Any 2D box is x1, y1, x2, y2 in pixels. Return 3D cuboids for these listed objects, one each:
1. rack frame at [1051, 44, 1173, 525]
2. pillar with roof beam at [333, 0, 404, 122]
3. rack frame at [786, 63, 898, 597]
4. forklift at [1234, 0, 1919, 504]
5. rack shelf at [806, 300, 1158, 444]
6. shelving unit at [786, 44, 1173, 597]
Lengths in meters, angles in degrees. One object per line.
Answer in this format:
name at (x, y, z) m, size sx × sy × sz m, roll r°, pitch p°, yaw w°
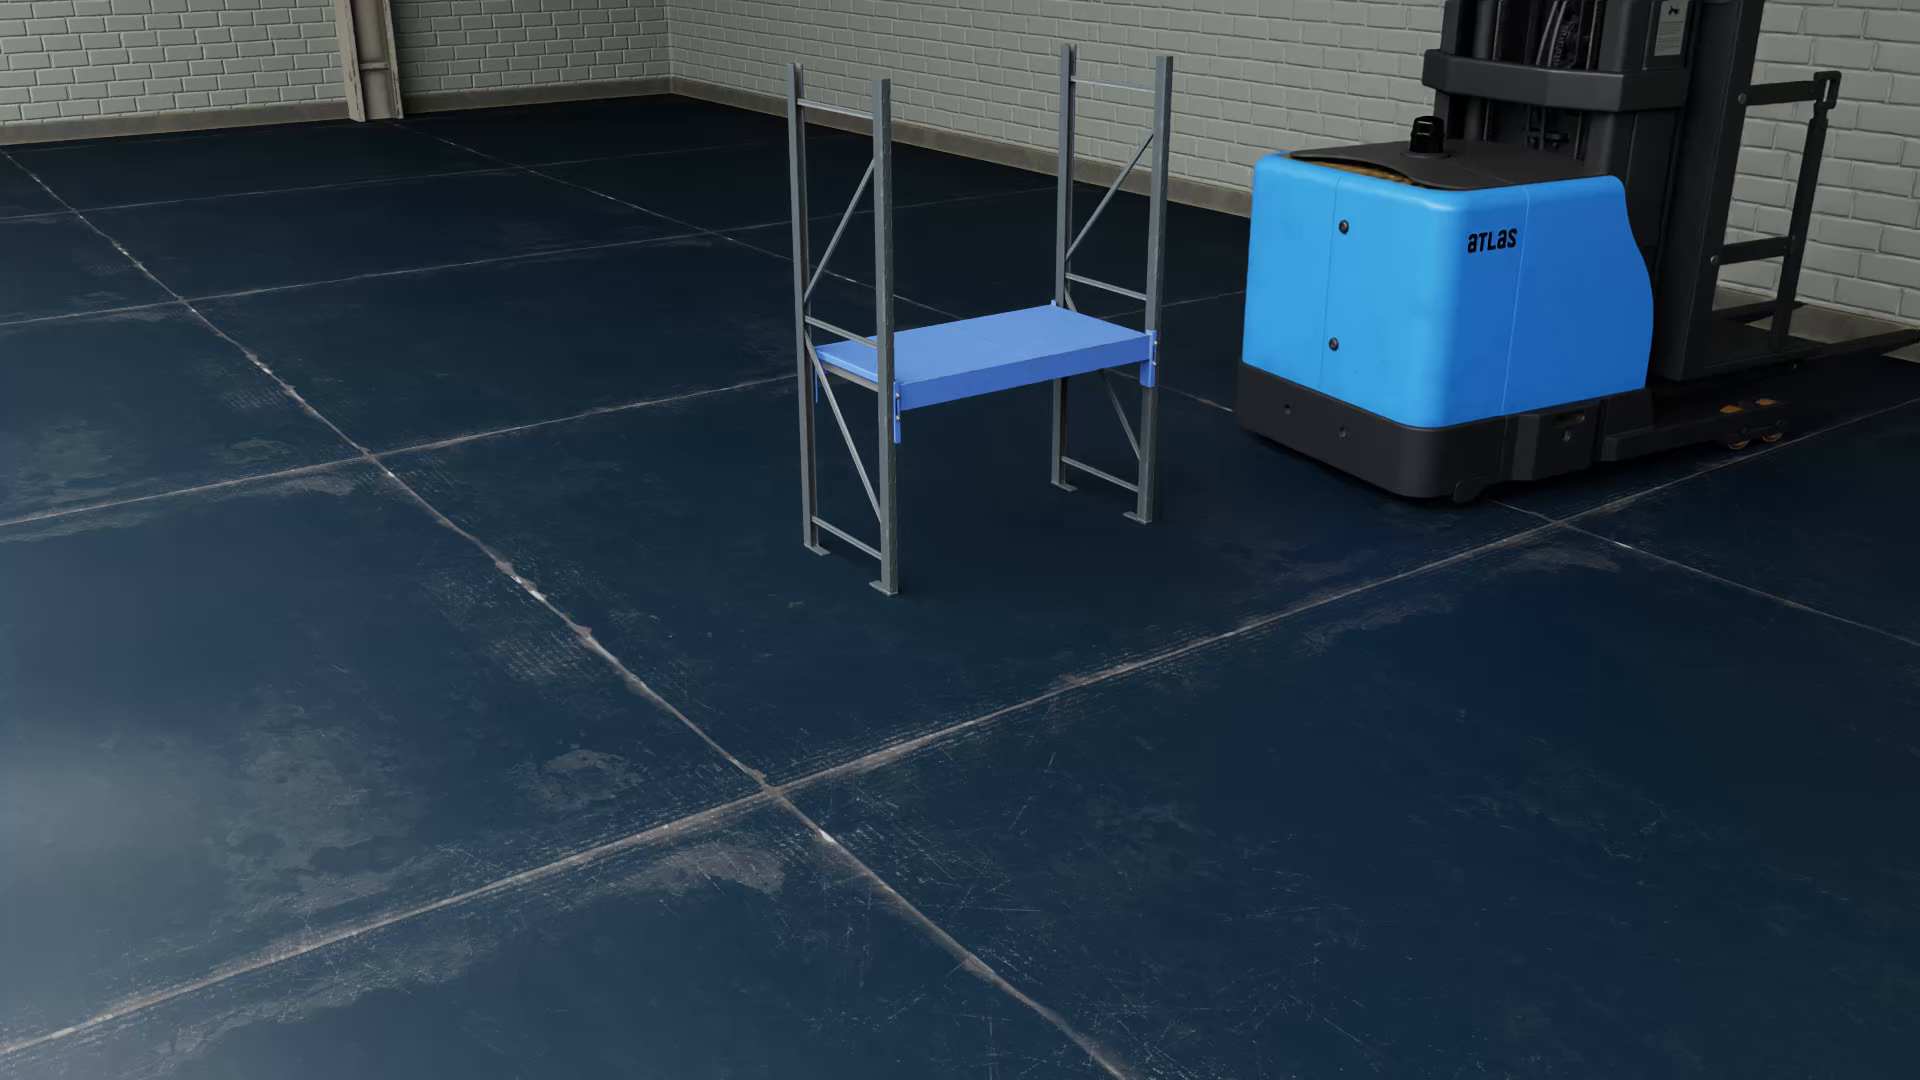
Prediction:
rack frame at (0.482, -0.825, 5.440) m, size 0.032 × 1.500 × 0.500 m, roll -15°, pitch 26°, yaw -33°
pillar with roof beam at (-2.689, -6.648, 9.915) m, size 0.400 × 9.000 × 9.100 m, roll -15°, pitch 26°, yaw -33°
rack frame at (-0.343, -0.605, 4.889) m, size 0.032 × 1.500 × 0.500 m, roll -15°, pitch 26°, yaw -33°
forklift at (2.587, -1.858, 6.098) m, size 3.031 × 2.935 × 1.130 m, roll -11°, pitch 24°, yaw -26°
rack shelf at (0.069, -0.548, 5.231) m, size 1.000 × 0.185 × 0.538 m, roll -15°, pitch 26°, yaw -33°
shelving unit at (0.069, -0.715, 5.165) m, size 1.048 × 1.500 × 0.538 m, roll -15°, pitch 26°, yaw -33°
